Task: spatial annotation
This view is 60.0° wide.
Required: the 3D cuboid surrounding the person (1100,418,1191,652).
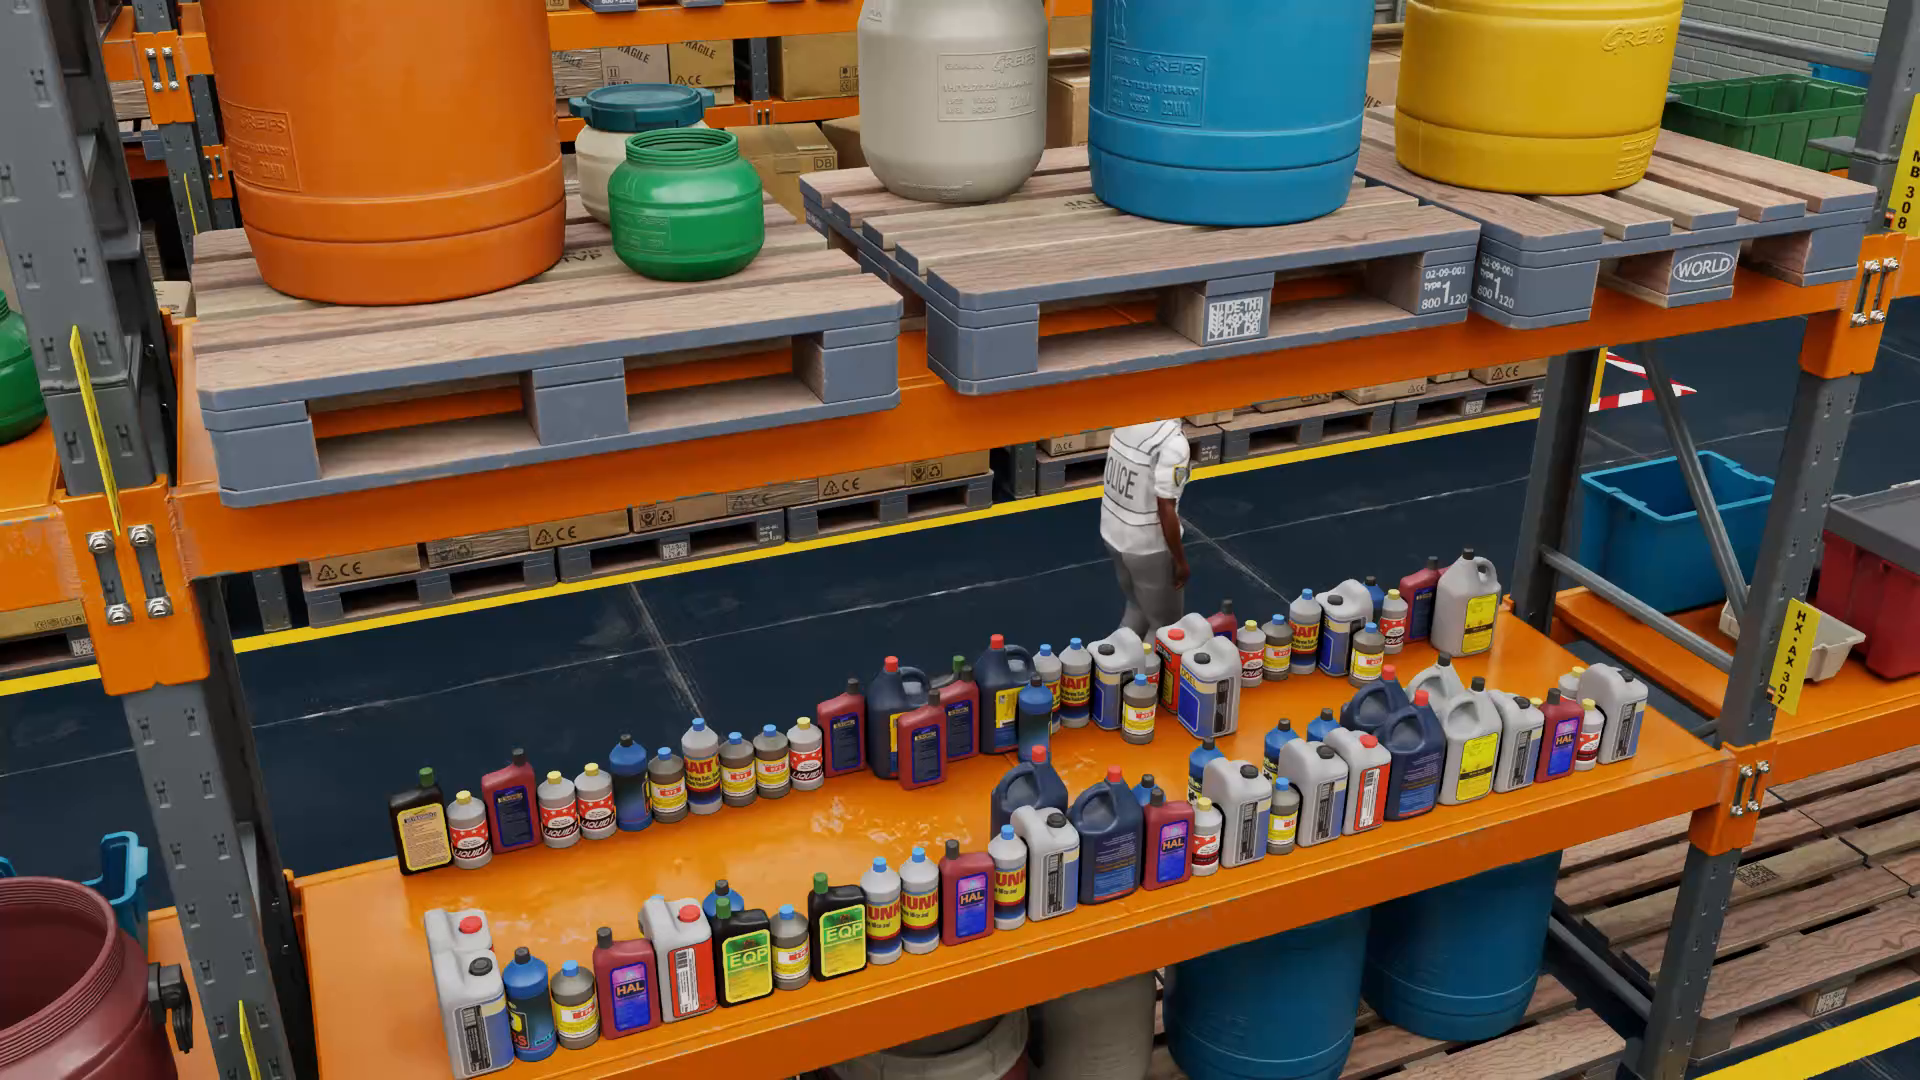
[{"bbox_3d":[0.825,0.008,7.096,0.416,1.659,0.505,-10,28,-20],"label":"person"}]
